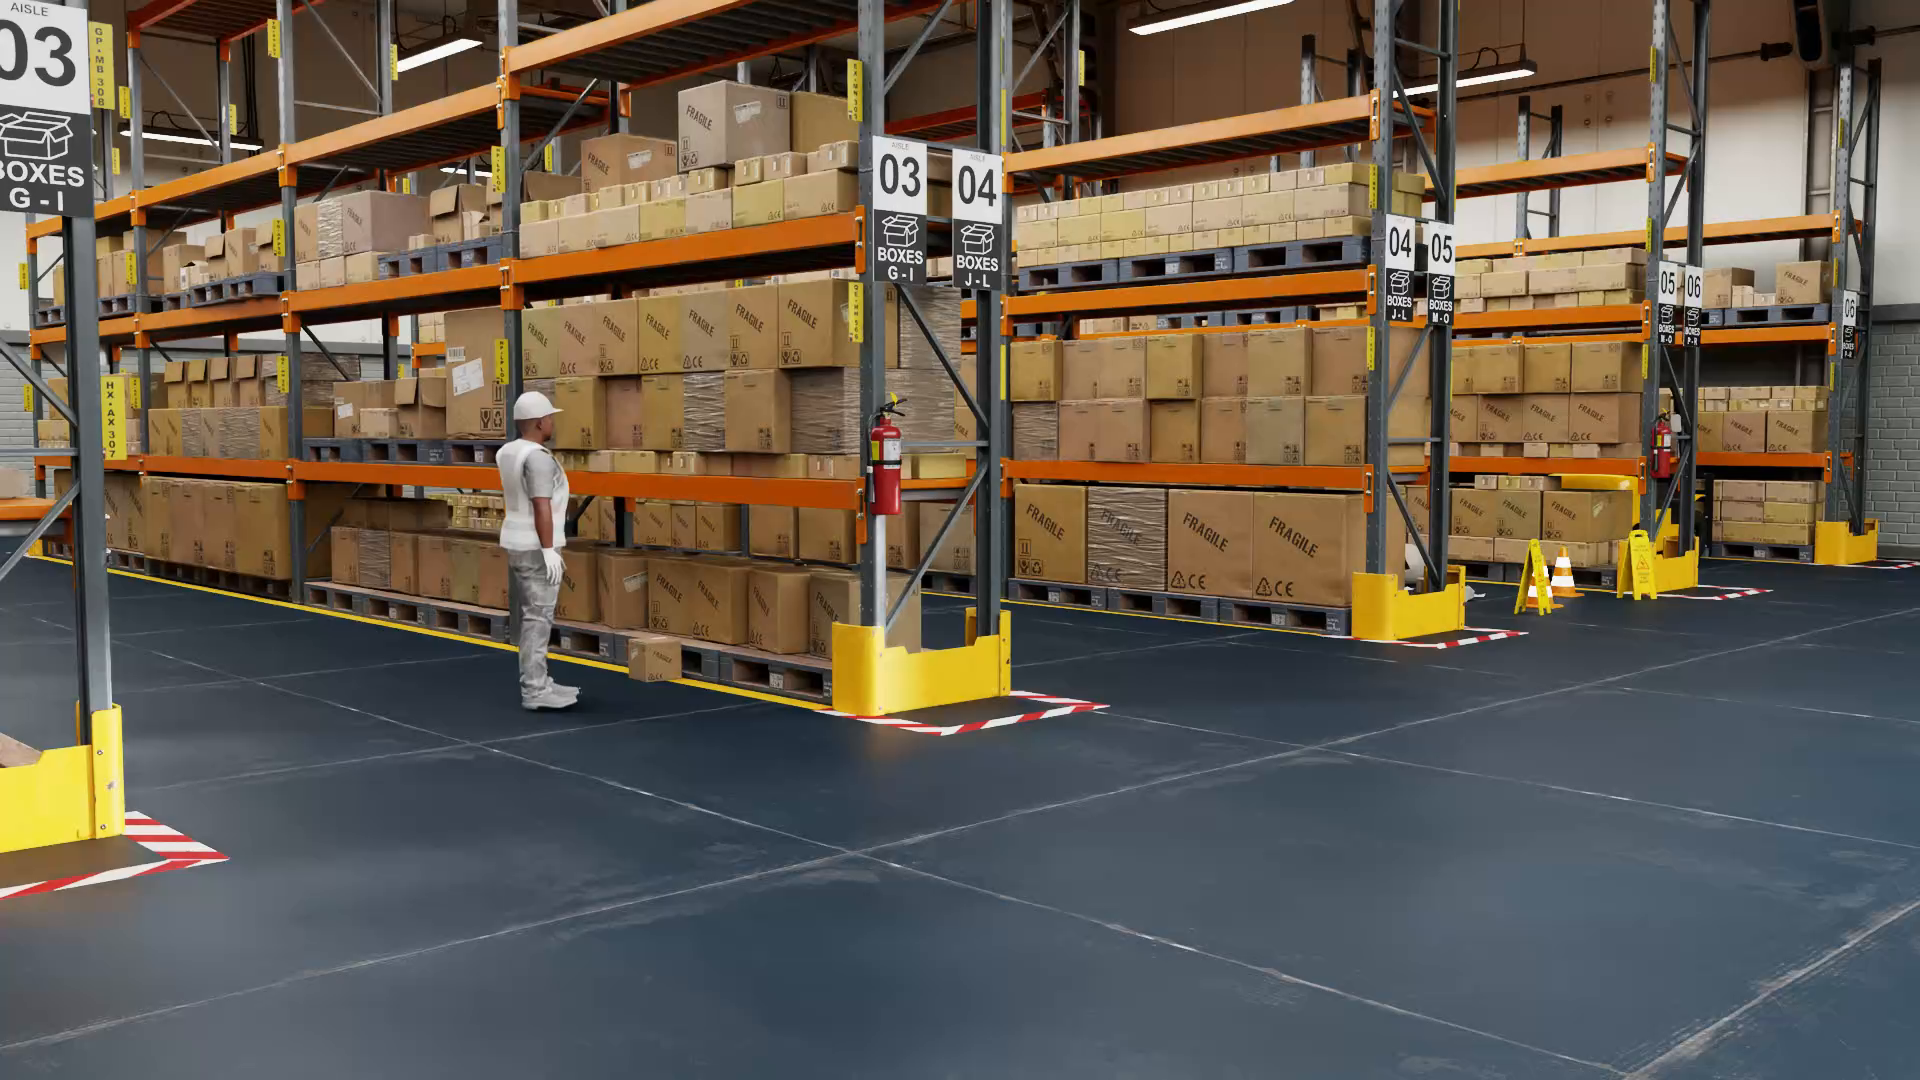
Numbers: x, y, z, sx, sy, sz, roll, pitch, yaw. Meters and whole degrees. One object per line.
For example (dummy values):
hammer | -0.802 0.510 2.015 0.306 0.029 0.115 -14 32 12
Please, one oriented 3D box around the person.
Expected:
person | -2.362 0.055 9.468 0.470 1.792 0.586 -2 5 -33
